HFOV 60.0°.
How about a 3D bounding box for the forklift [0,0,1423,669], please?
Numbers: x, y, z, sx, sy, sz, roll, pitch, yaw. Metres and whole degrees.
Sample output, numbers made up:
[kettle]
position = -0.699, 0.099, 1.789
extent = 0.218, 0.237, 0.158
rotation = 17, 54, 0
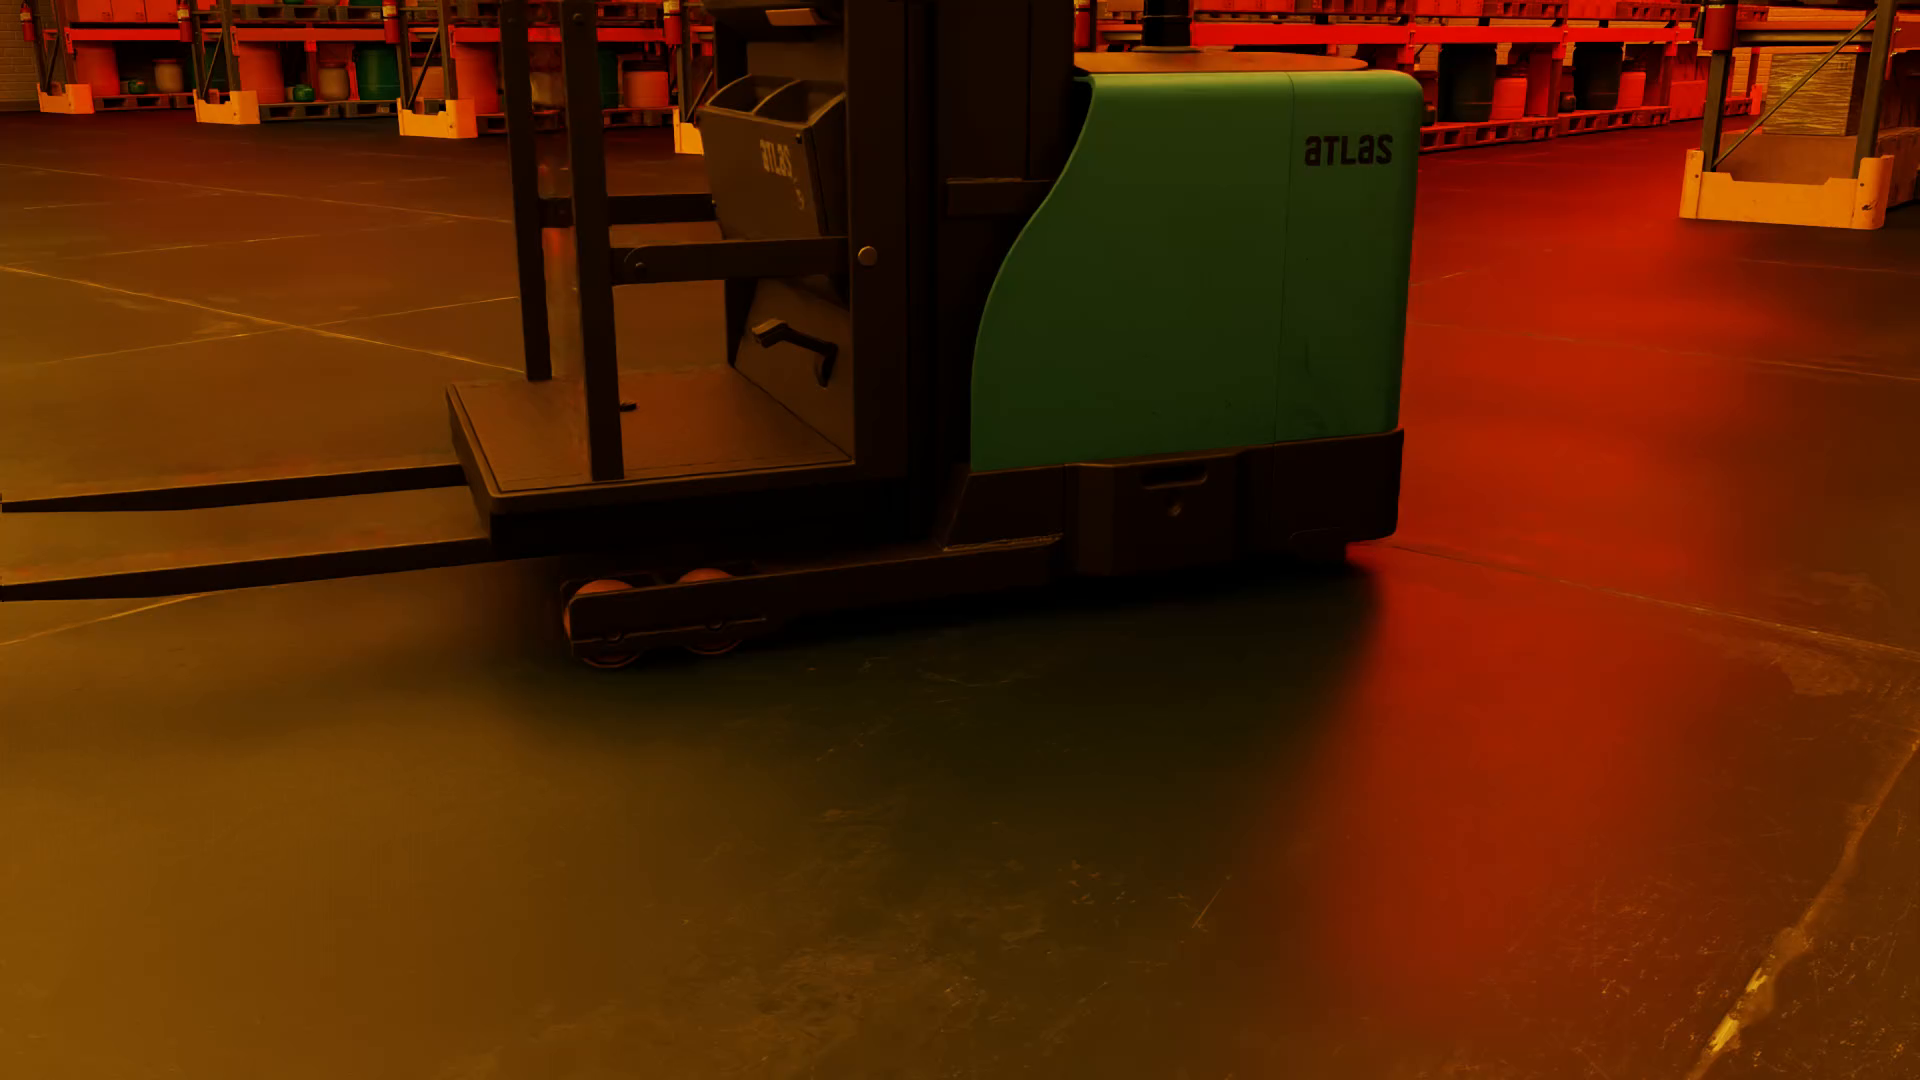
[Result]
[forklift]
position = -0.580, -1.332, 3.286
extent = 3.031, 2.935, 1.130
rotation = -6, 18, -20
